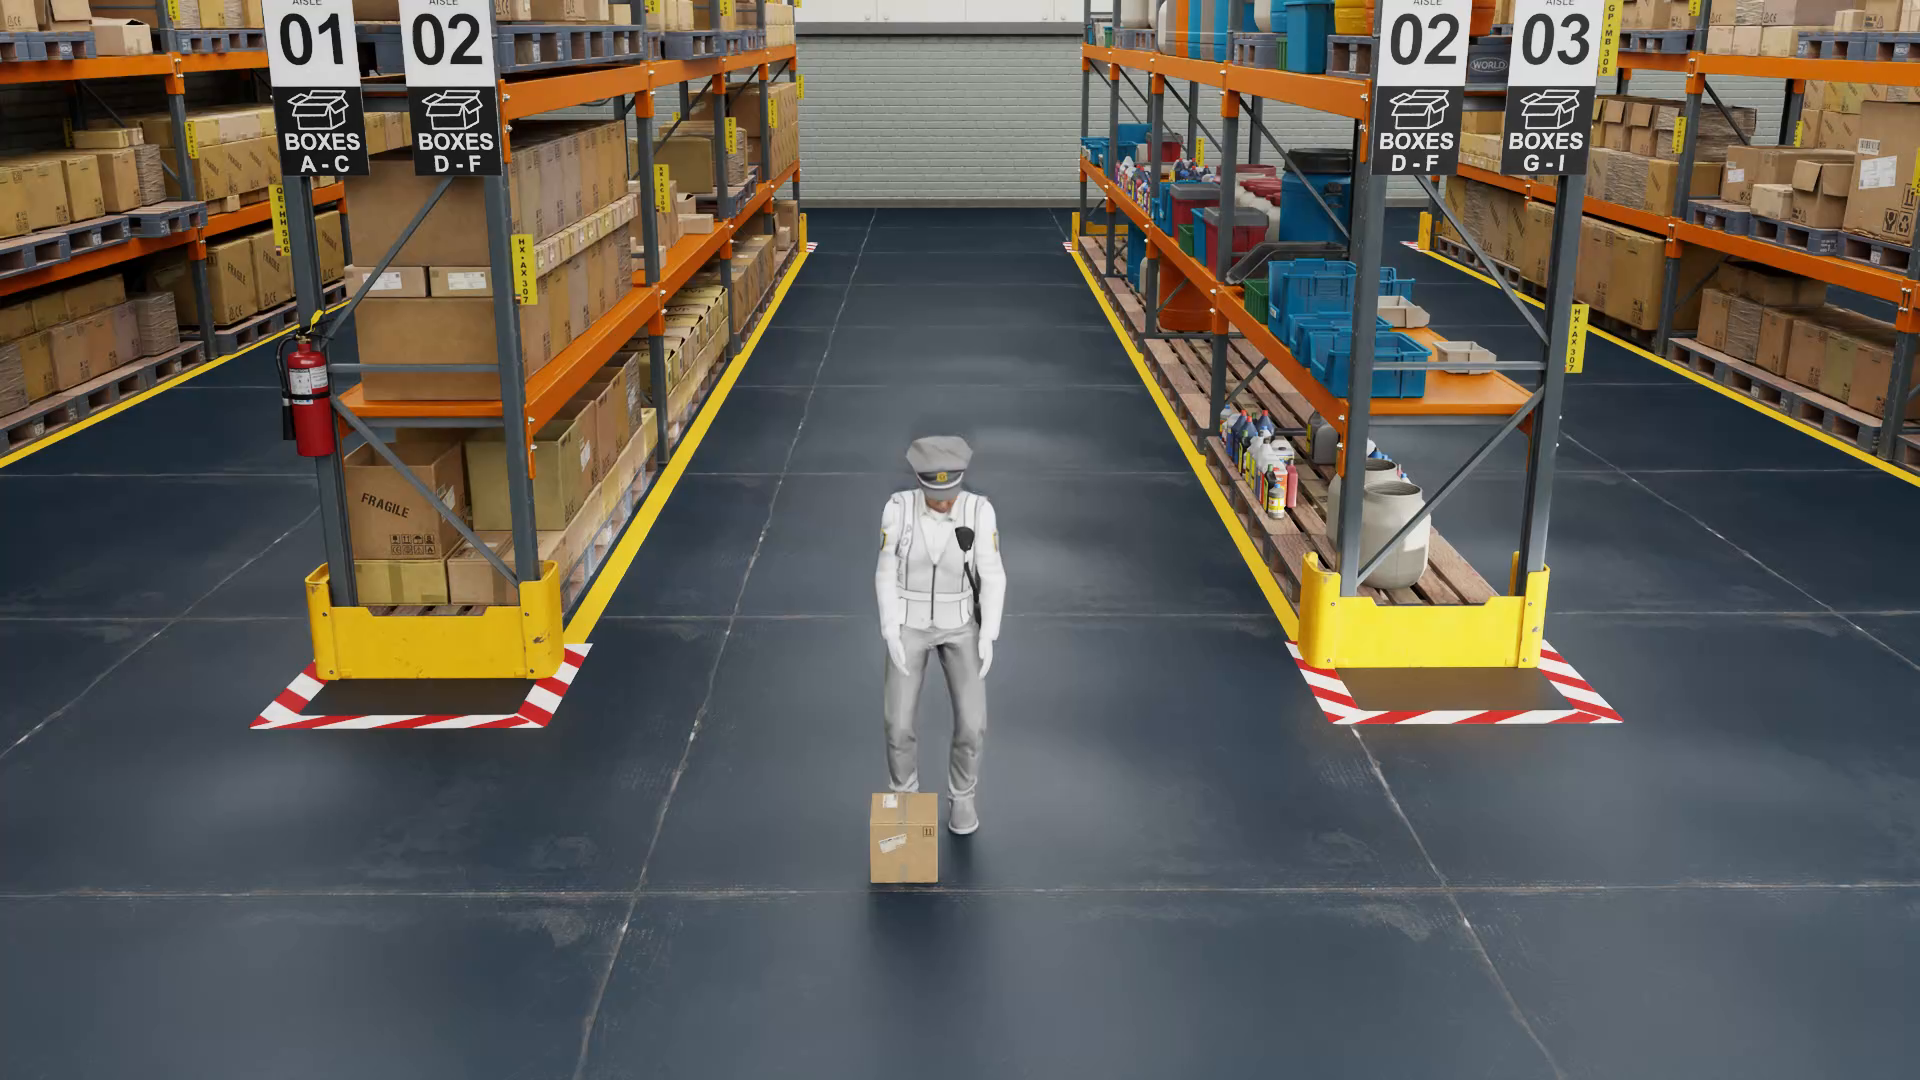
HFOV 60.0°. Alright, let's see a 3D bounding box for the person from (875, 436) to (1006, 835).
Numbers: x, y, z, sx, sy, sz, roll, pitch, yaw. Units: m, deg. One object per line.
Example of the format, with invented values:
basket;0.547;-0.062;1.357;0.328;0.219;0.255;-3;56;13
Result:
person;-0.076;0.372;6.474;0.508;1.605;0.485;0;17;1
